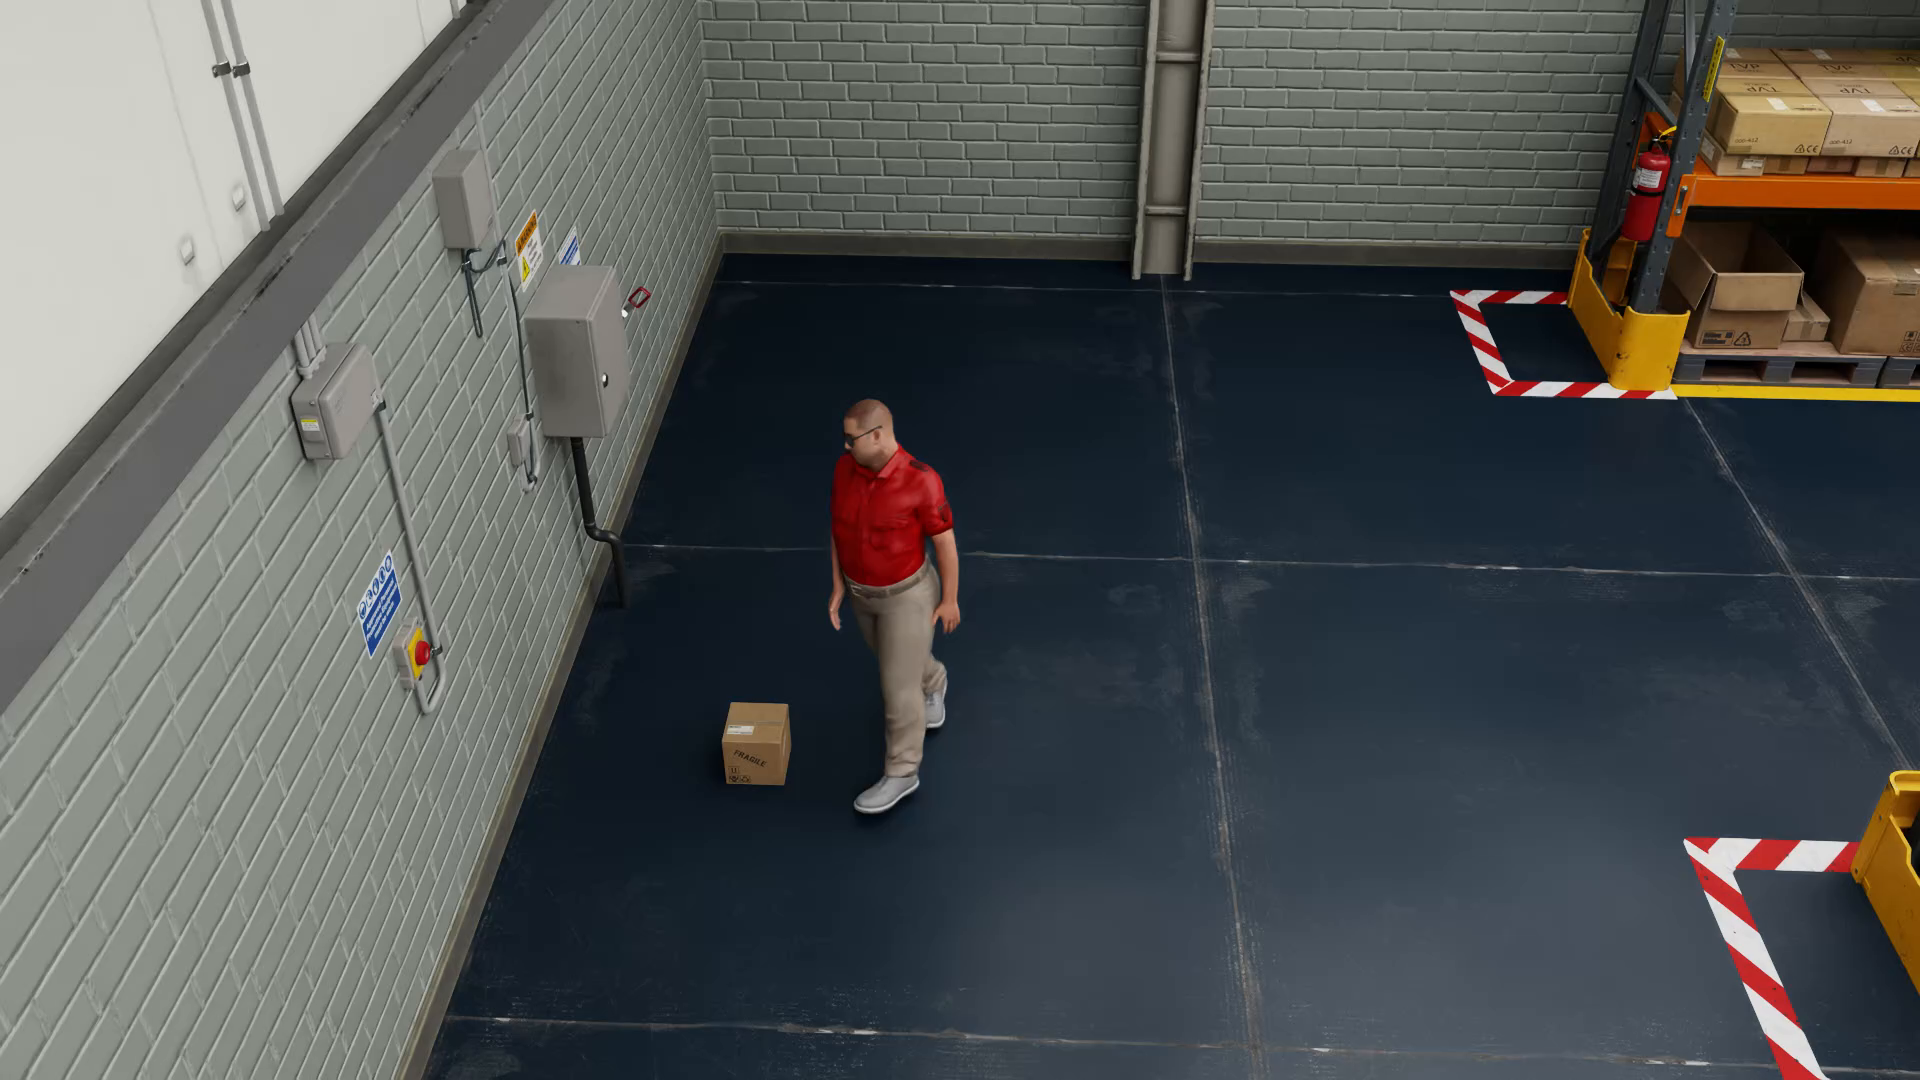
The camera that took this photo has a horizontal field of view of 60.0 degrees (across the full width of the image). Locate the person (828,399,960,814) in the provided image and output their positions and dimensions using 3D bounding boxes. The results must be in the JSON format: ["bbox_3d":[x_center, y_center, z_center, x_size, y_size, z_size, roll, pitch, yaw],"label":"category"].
[{"bbox_3d":[-0.312,0.217,6.841,0.596,1.662,0.877,23,42,29],"label":"person"}]
